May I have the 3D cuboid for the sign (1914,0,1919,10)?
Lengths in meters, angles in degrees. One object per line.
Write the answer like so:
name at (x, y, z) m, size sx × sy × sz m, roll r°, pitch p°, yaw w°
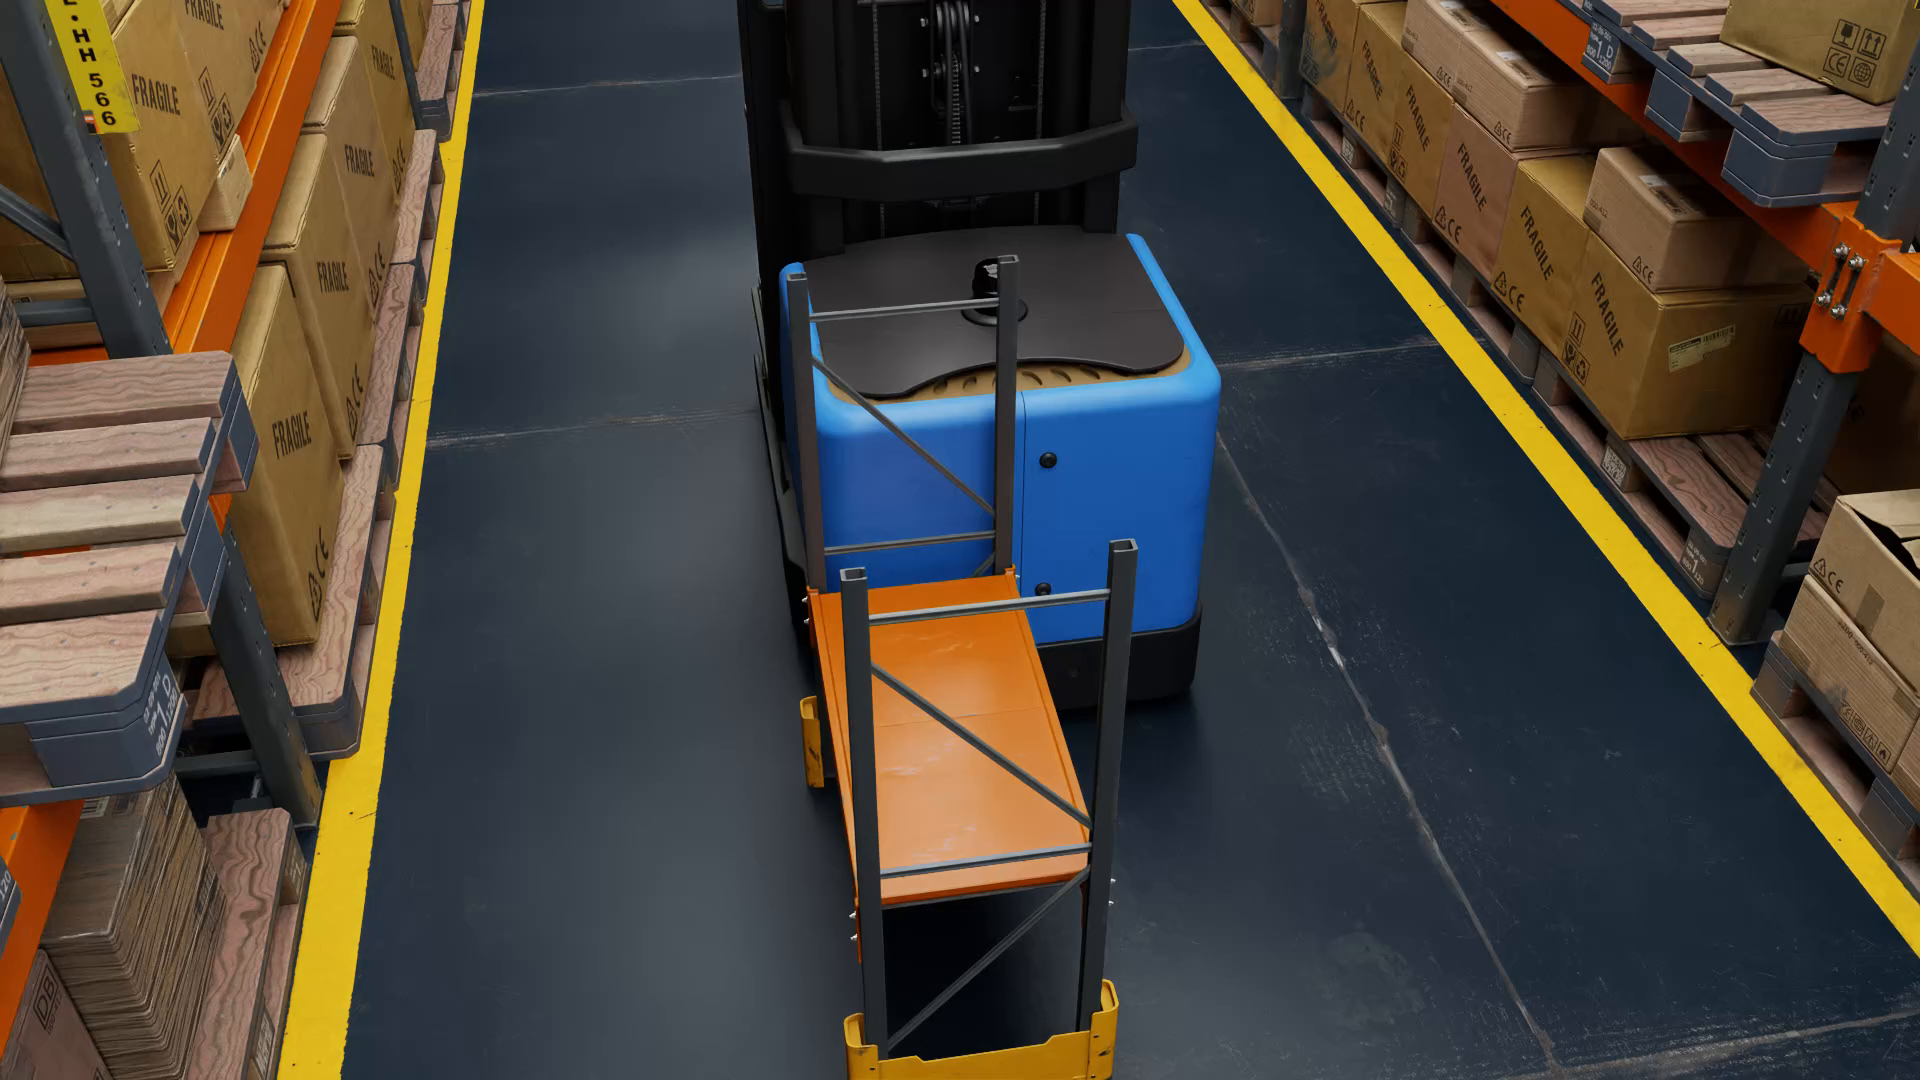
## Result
sign at (2.183, -1.320, 3.625) m, size 0.100 × 0.325 × 0.005 m, roll -6°, pitch 38°, yaw -8°

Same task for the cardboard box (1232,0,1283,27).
cardboard box at (1.635, -2.874, 8.184) m, size 0.500 × 0.500 × 0.500 m, roll -6°, pitch 38°, yaw -8°

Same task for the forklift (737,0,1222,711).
forklift at (-0.112, -1.538, 4.840) m, size 1.130 × 2.935 × 3.031 m, roll -6°, pitch 38°, yaw -8°

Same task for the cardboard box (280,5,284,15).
cardboard box at (-2.310, -1.640, 5.105) m, size 0.380 × 0.149 × 0.250 m, roll -5°, pitch 38°, yaw -7°

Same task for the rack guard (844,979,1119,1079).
rack guard at (0.047, 1.106, 3.622) m, size 0.587 × 0.250 × 0.087 m, roll -6°, pitch 38°, yaw -8°

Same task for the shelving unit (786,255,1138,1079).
shelving unit at (-0.037, 0.312, 3.626) m, size 0.587 × 1.500 × 1.083 m, roll -6°, pitch 38°, yaw -8°

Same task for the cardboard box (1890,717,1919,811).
cardboard box at (2.607, 0.613, 3.914) m, size 0.500 × 0.250 × 0.500 m, roll -7°, pitch 38°, yaw -9°

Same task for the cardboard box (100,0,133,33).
cardboard box at (-1.992, -1.203, 3.402) m, size 0.500 × 0.250 × 0.500 m, roll -5°, pitch 38°, yaw -7°

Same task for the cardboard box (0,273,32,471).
cardboard box at (-2.069, -0.353, 2.820) m, size 0.700 × 0.500 × 0.500 m, roll -11°, pitch 39°, yaw -13°

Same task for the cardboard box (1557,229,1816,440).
cardboard box at (2.320, -0.684, 5.365) m, size 0.500 × 0.500 × 0.500 m, roll -5°, pitch 38°, yaw -6°

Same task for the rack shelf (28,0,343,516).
rack shelf at (-2.512, -1.347, 5.125) m, size 1.077 × 0.370 × 4.000 m, roll -6°, pitch 38°, yaw -8°

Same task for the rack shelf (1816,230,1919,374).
rack shelf at (3.066, 0.534, 2.704) m, size 1.077 × 0.370 × 4.000 m, roll -6°, pitch 38°, yaw -8°

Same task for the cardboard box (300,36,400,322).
cardboard box at (-2.462, -1.241, 5.812) m, size 0.750 × 0.750 × 0.750 m, roll -5°, pitch 38°, yaw -7°

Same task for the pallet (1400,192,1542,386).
pallet at (2.411, -1.047, 6.426) m, size 1.003 × 0.211 × 1.213 m, roll -6°, pitch 38°, yaw -8°

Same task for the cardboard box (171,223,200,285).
cardboard box at (-2.026, -0.709, 3.905) m, size 0.380 × 0.149 × 0.250 m, roll -6°, pitch 38°, yaw -7°

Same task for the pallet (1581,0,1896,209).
pallet at (2.527, -1.284, 4.614) m, size 1.213 × 0.211 × 1.003 m, roll -6°, pitch 38°, yaw -8°

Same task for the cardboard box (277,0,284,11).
cardboard box at (-2.262, -1.840, 4.833) m, size 0.500 × 0.500 × 0.500 m, roll -5°, pitch 38°, yaw -7°

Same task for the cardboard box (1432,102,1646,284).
cardboard box at (2.132, -1.313, 6.174) m, size 0.500 × 0.500 × 0.500 m, roll -8°, pitch 38°, yaw -10°

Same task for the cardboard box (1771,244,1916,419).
cardboard box at (2.819, -0.766, 5.470) m, size 0.500 × 0.500 × 0.500 m, roll -8°, pitch 38°, yaw -10°

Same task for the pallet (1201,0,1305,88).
pallet at (1.894, -2.688, 8.538) m, size 1.003 × 0.211 × 1.213 m, roll -6°, pitch 38°, yaw -8°

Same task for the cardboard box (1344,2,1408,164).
cardboard box at (1.963, -1.921, 6.957) m, size 0.500 × 0.500 × 0.500 m, roll -6°, pitch 38°, yaw -7°

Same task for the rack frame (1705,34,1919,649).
rack frame at (2.715, -0.958, 4.038) m, size 1.000 × 3.000 × 0.127 m, roll -6°, pitch 38°, yaw -8°

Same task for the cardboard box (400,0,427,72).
cardboard box at (-2.893, -2.480, 7.693) m, size 0.700 × 0.500 × 0.500 m, roll -6°, pitch 38°, yaw -7°

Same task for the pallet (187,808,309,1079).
pallet at (-2.026, 1.150, 3.597) m, size 1.003 × 0.211 × 1.213 m, roll -6°, pitch 38°, yaw -8°

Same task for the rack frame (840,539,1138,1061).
rack frame at (0.050, 0.625, 3.224) m, size 0.500 × 1.500 × 0.032 m, roll -6°, pitch 38°, yaw -8°

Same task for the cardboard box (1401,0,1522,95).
cardboard box at (2.034, -1.934, 6.363) m, size 0.500 × 0.250 × 0.500 m, roll -6°, pitch 38°, yaw -8°

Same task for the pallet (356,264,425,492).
pallet at (-2.436, -0.541, 5.775) m, size 1.003 × 0.211 × 1.213 m, roll -6°, pitch 38°, yaw -8°

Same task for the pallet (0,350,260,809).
pallet at (-1.931, 0.072, 2.869) m, size 1.213 × 0.211 × 1.003 m, roll -6°, pitch 38°, yaw -8°

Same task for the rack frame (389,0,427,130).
rack frame at (-2.862, -2.839, 6.459) m, size 1.000 × 3.000 × 0.127 m, roll -6°, pitch 38°, yaw -8°

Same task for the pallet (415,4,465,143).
pallet at (-2.919, -2.205, 7.917) m, size 1.003 × 0.211 × 1.213 m, roll -6°, pitch 38°, yaw -8°

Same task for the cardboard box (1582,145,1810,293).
cardboard box at (2.306, -1.014, 5.178) m, size 0.500 × 0.250 × 0.500 m, roll -5°, pitch 38°, yaw -6°

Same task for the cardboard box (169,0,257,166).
cardboard box at (-2.077, -1.226, 4.043) m, size 0.500 × 0.500 × 0.500 m, roll -5°, pitch 38°, yaw -6°

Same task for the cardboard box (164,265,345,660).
cardboard box at (-2.161, -0.198, 4.470) m, size 0.750 × 0.750 × 0.750 m, roll -7°, pitch 38°, yaw -9°

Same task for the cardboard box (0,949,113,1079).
cardboard box at (-2.008, 1.143, 3.012) m, size 0.700 × 0.500 × 0.500 m, roll -6°, pitch 38°, yaw -8°

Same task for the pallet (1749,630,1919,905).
pallet at (2.821, 0.645, 4.248) m, size 1.003 × 0.211 × 1.213 m, roll -6°, pitch 38°, yaw -8°
